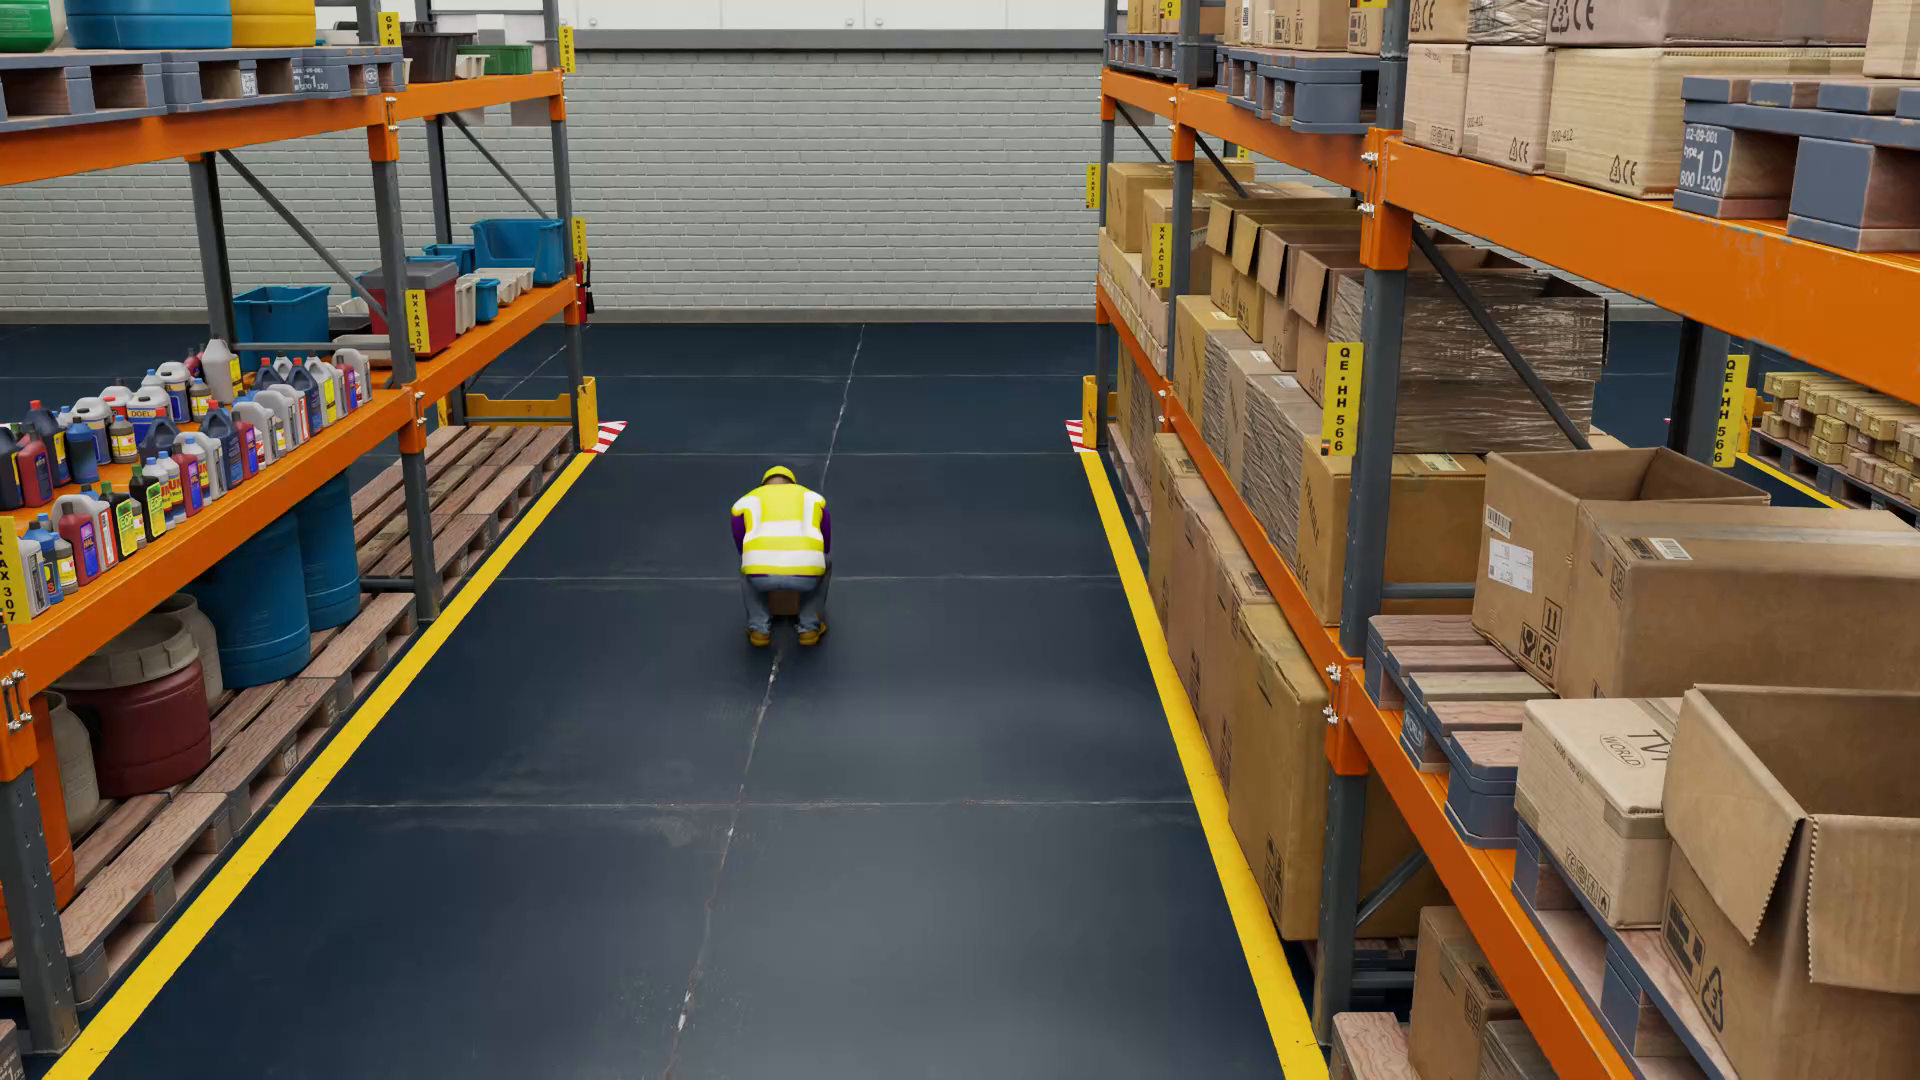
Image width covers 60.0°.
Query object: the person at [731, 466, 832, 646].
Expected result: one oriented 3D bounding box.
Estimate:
[{"bbox_3d":[-0.957,0.117,8.885,0.537,0.863,0.943,-1,17,-2],"label":"person"}]
